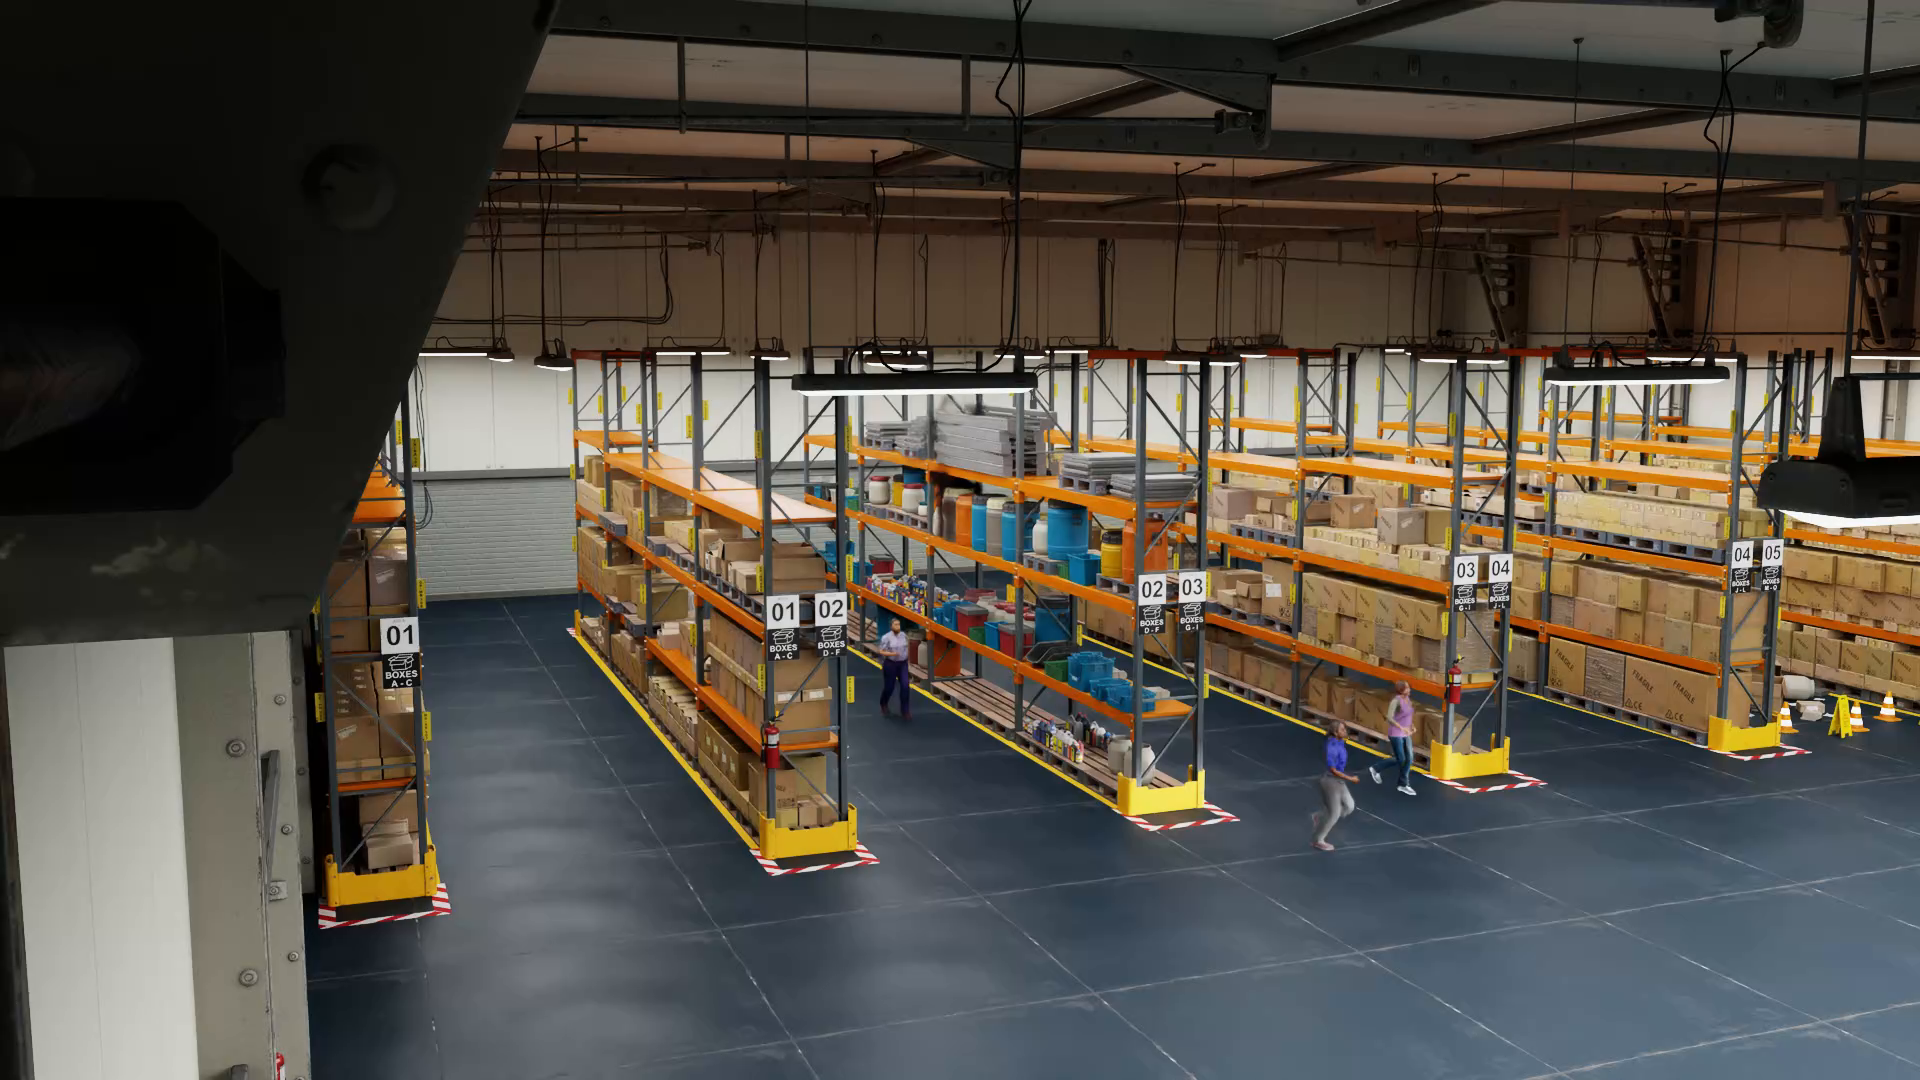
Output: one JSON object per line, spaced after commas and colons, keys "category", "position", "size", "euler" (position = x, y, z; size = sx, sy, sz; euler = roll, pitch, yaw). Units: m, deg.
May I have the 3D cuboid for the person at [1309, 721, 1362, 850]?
{"category": "person", "position": [4.633, 3.010, 20.459], "size": [0.615, 1.602, 0.601], "euler": [2, 8, 19]}

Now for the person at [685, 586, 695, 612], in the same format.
{"category": "person", "position": [-5.563, 1.194, 34.706], "size": [0.617, 1.742, 0.677], "euler": [-6, 9, -40]}

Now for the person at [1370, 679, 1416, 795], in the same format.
{"category": "person", "position": [6.041, 2.812, 23.042], "size": [0.669, 1.375, 0.566], "euler": [6, 9, 41]}

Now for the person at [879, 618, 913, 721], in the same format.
{"category": "person", "position": [-1.062, 2.098, 27.329], "size": [0.593, 1.648, 0.873], "euler": [-4, 8, -27]}
